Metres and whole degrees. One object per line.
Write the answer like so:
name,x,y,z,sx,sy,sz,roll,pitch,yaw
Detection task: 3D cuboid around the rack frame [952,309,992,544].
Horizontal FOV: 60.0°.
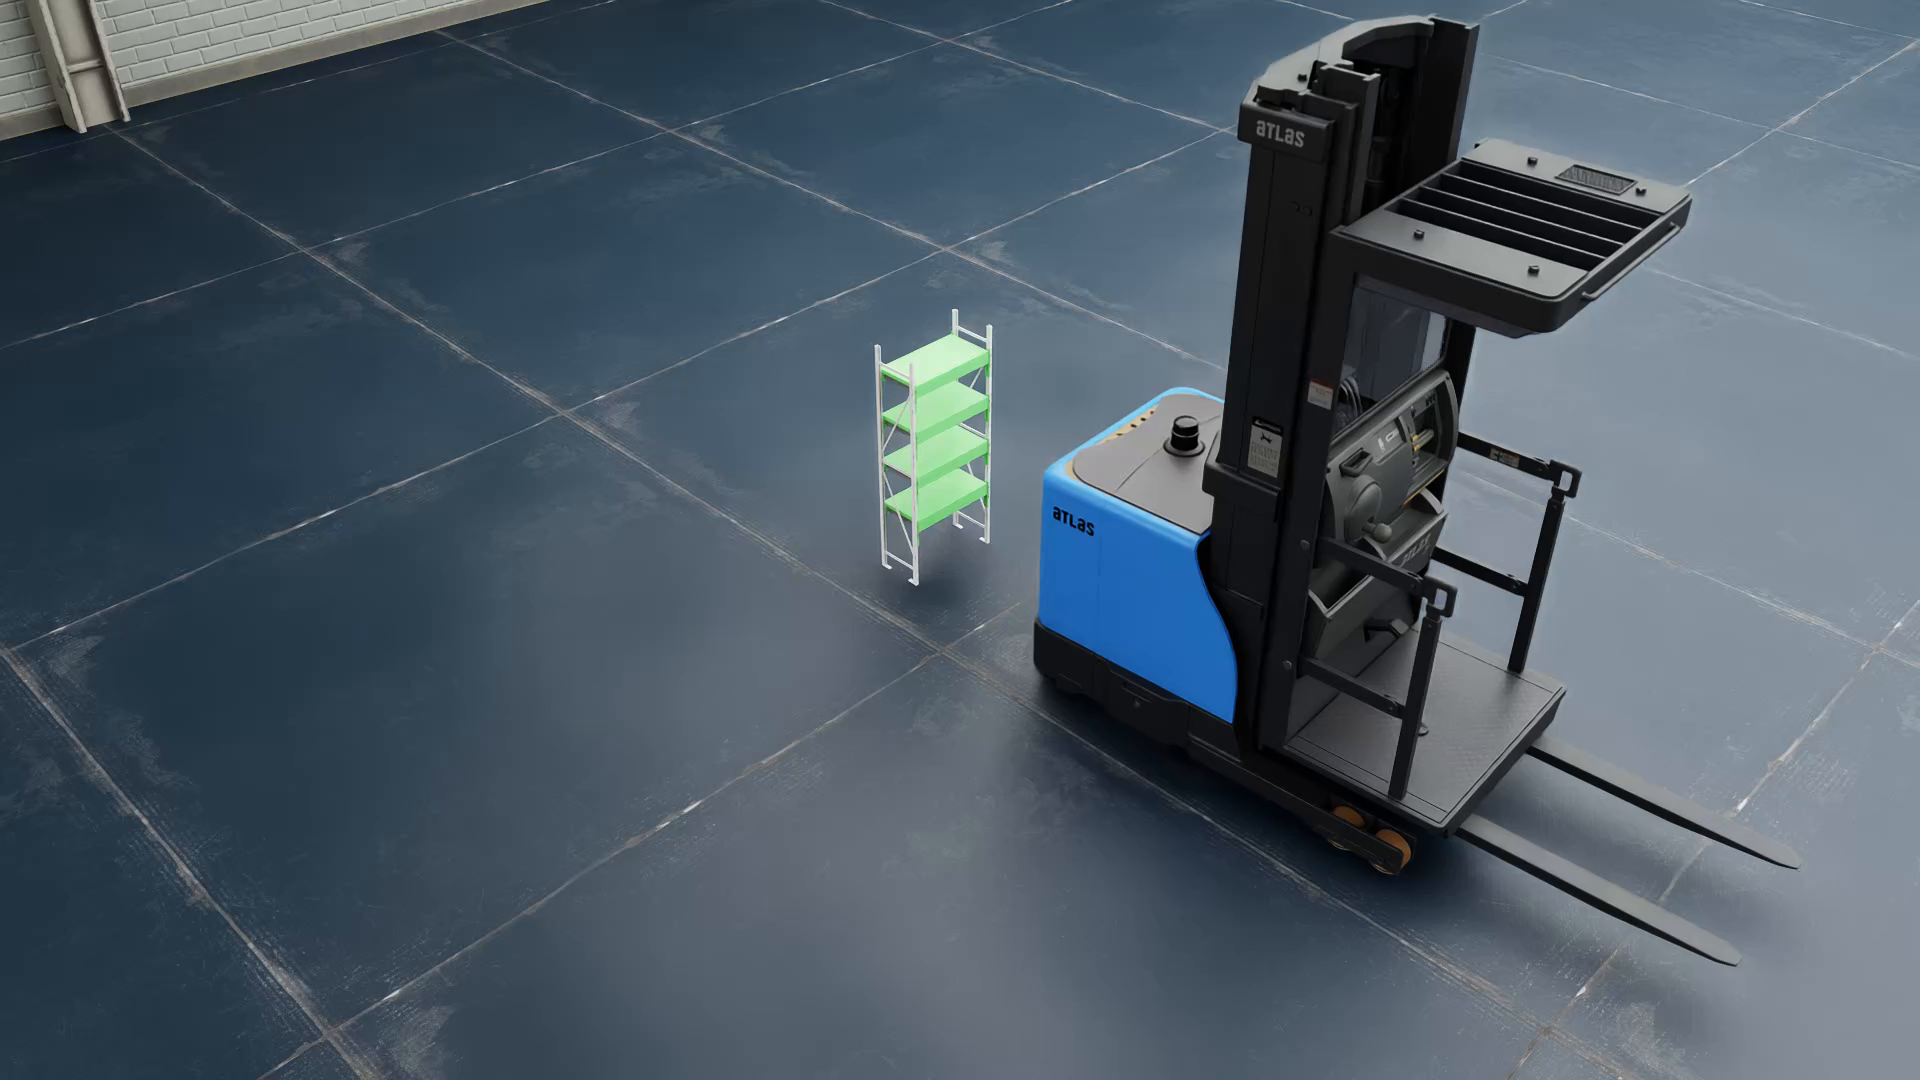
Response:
rack frame,0.055,-0.524,7.952,0.240,1.200,0.015,30,45,35

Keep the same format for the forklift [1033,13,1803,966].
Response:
forklift,1.765,-0.260,6.061,3.031,2.935,1.130,27,43,33

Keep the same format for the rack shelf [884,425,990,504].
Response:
rack shelf,-0.117,-0.373,7.847,0.258,0.148,0.480,30,45,35

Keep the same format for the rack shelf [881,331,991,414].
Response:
rack shelf,-0.117,-0.766,7.572,0.258,0.148,0.480,30,45,35

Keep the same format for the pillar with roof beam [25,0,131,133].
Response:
pillar with roof beam,-3.641,-5.205,7.847,9.100,9.000,0.400,30,45,35

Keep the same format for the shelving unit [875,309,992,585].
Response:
shelving unit,-0.117,-0.425,7.810,0.258,1.200,0.503,30,45,35

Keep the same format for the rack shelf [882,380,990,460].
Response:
rack shelf,-0.117,-0.569,7.710,0.258,0.148,0.480,30,45,35

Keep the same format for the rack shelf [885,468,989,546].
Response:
rack shelf,-0.117,-0.176,7.984,0.258,0.148,0.480,30,45,35

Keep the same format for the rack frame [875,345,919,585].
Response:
rack frame,-0.289,-0.326,7.668,0.240,1.200,0.015,30,45,35
